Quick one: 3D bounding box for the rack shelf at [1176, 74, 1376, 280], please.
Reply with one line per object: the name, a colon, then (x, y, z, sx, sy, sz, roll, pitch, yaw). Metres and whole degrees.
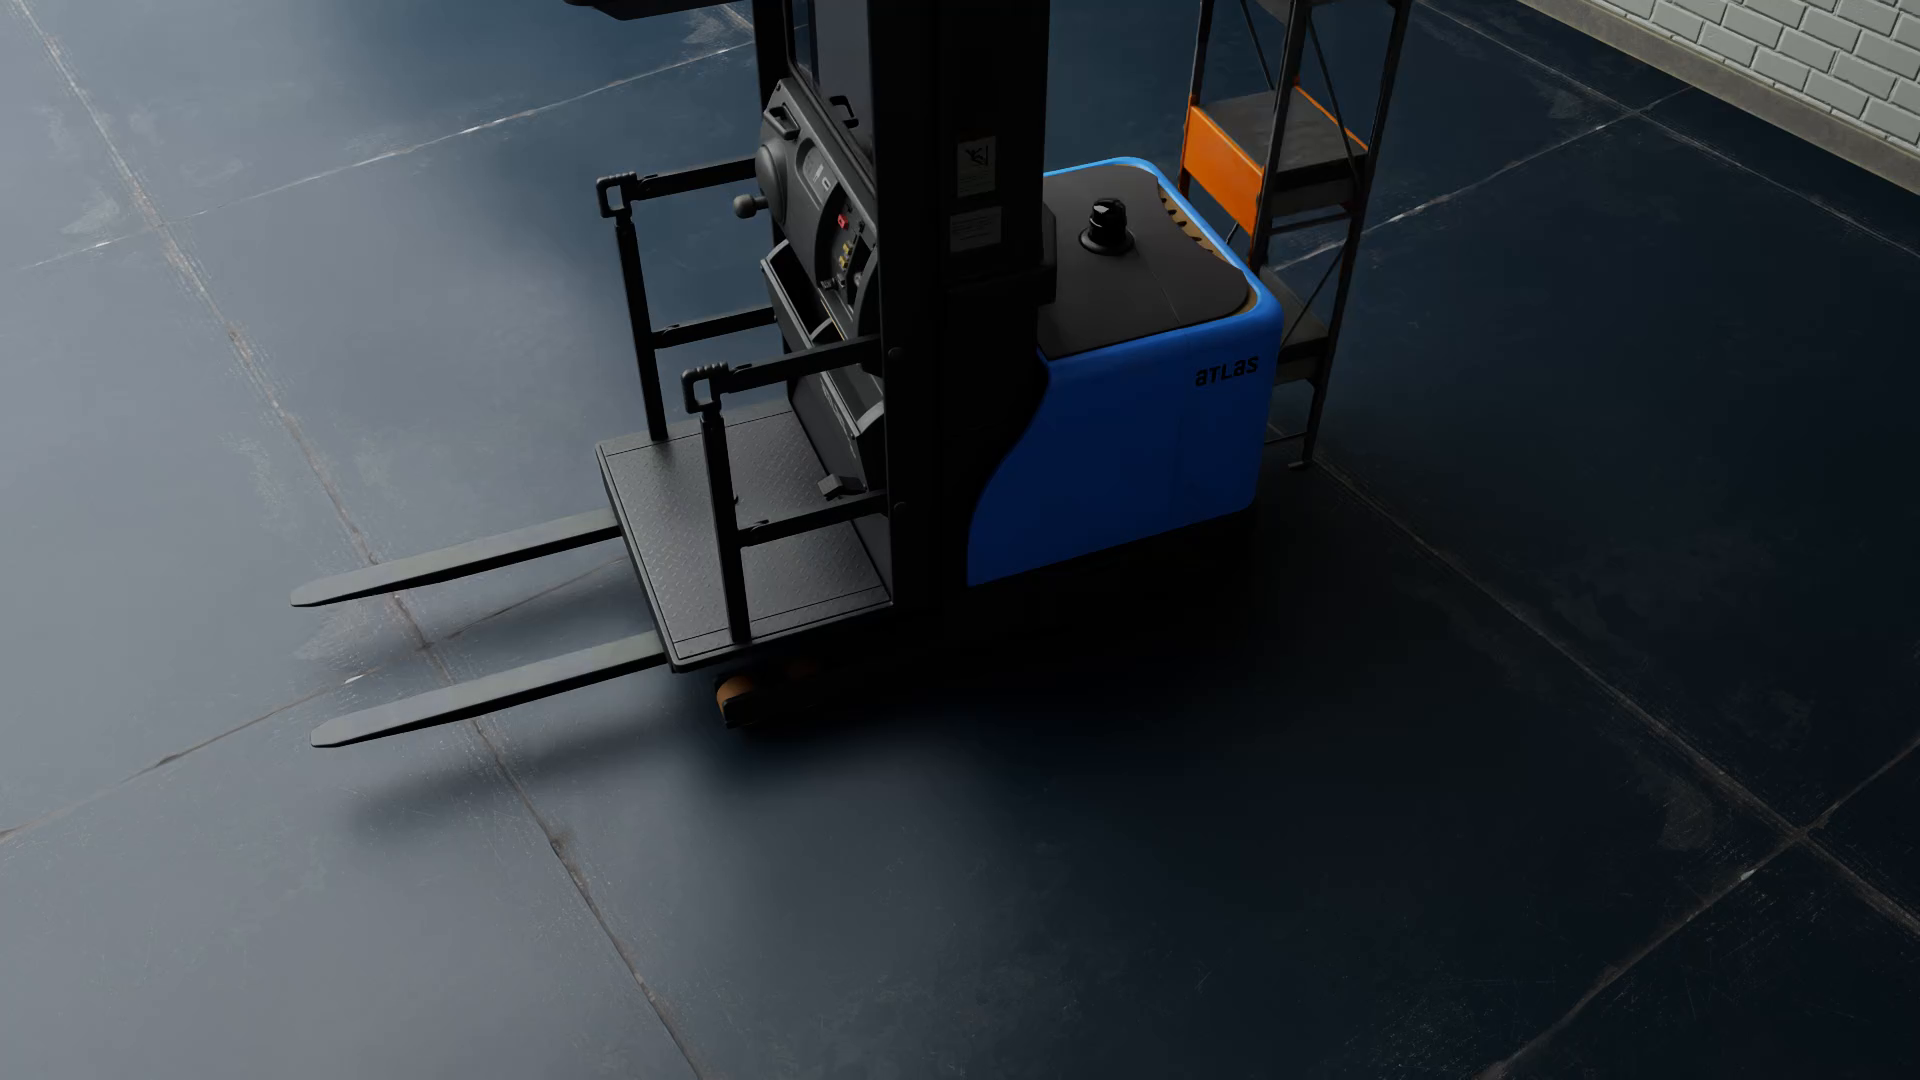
rack shelf: (1.016, -1.144, 5.440, 0.431, 0.518, 0.480, -15, 46, -17)

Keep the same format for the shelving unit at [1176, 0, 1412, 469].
shelving unit: (1.016, -1.154, 5.430, 0.431, 2.100, 0.503, -15, 46, -17)

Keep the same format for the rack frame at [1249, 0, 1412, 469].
rack frame: (1.109, -0.999, 5.267, 0.400, 2.100, 0.015, -15, 46, -17)

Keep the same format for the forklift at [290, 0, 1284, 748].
forklift: (-0.586, -0.900, 4.570, 3.031, 2.935, 1.130, -15, 46, -15)

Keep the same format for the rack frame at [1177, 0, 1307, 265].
rack frame: (0.923, -1.310, 5.593, 0.400, 2.100, 0.015, -15, 46, -17)

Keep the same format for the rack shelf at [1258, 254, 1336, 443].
rack shelf: (1.000, -0.634, 5.918, 0.431, 0.518, 0.480, -15, 46, -17)

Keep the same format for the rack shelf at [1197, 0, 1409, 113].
rack shelf: (1.032, -1.655, 4.961, 0.431, 0.518, 0.480, -15, 46, -17)
